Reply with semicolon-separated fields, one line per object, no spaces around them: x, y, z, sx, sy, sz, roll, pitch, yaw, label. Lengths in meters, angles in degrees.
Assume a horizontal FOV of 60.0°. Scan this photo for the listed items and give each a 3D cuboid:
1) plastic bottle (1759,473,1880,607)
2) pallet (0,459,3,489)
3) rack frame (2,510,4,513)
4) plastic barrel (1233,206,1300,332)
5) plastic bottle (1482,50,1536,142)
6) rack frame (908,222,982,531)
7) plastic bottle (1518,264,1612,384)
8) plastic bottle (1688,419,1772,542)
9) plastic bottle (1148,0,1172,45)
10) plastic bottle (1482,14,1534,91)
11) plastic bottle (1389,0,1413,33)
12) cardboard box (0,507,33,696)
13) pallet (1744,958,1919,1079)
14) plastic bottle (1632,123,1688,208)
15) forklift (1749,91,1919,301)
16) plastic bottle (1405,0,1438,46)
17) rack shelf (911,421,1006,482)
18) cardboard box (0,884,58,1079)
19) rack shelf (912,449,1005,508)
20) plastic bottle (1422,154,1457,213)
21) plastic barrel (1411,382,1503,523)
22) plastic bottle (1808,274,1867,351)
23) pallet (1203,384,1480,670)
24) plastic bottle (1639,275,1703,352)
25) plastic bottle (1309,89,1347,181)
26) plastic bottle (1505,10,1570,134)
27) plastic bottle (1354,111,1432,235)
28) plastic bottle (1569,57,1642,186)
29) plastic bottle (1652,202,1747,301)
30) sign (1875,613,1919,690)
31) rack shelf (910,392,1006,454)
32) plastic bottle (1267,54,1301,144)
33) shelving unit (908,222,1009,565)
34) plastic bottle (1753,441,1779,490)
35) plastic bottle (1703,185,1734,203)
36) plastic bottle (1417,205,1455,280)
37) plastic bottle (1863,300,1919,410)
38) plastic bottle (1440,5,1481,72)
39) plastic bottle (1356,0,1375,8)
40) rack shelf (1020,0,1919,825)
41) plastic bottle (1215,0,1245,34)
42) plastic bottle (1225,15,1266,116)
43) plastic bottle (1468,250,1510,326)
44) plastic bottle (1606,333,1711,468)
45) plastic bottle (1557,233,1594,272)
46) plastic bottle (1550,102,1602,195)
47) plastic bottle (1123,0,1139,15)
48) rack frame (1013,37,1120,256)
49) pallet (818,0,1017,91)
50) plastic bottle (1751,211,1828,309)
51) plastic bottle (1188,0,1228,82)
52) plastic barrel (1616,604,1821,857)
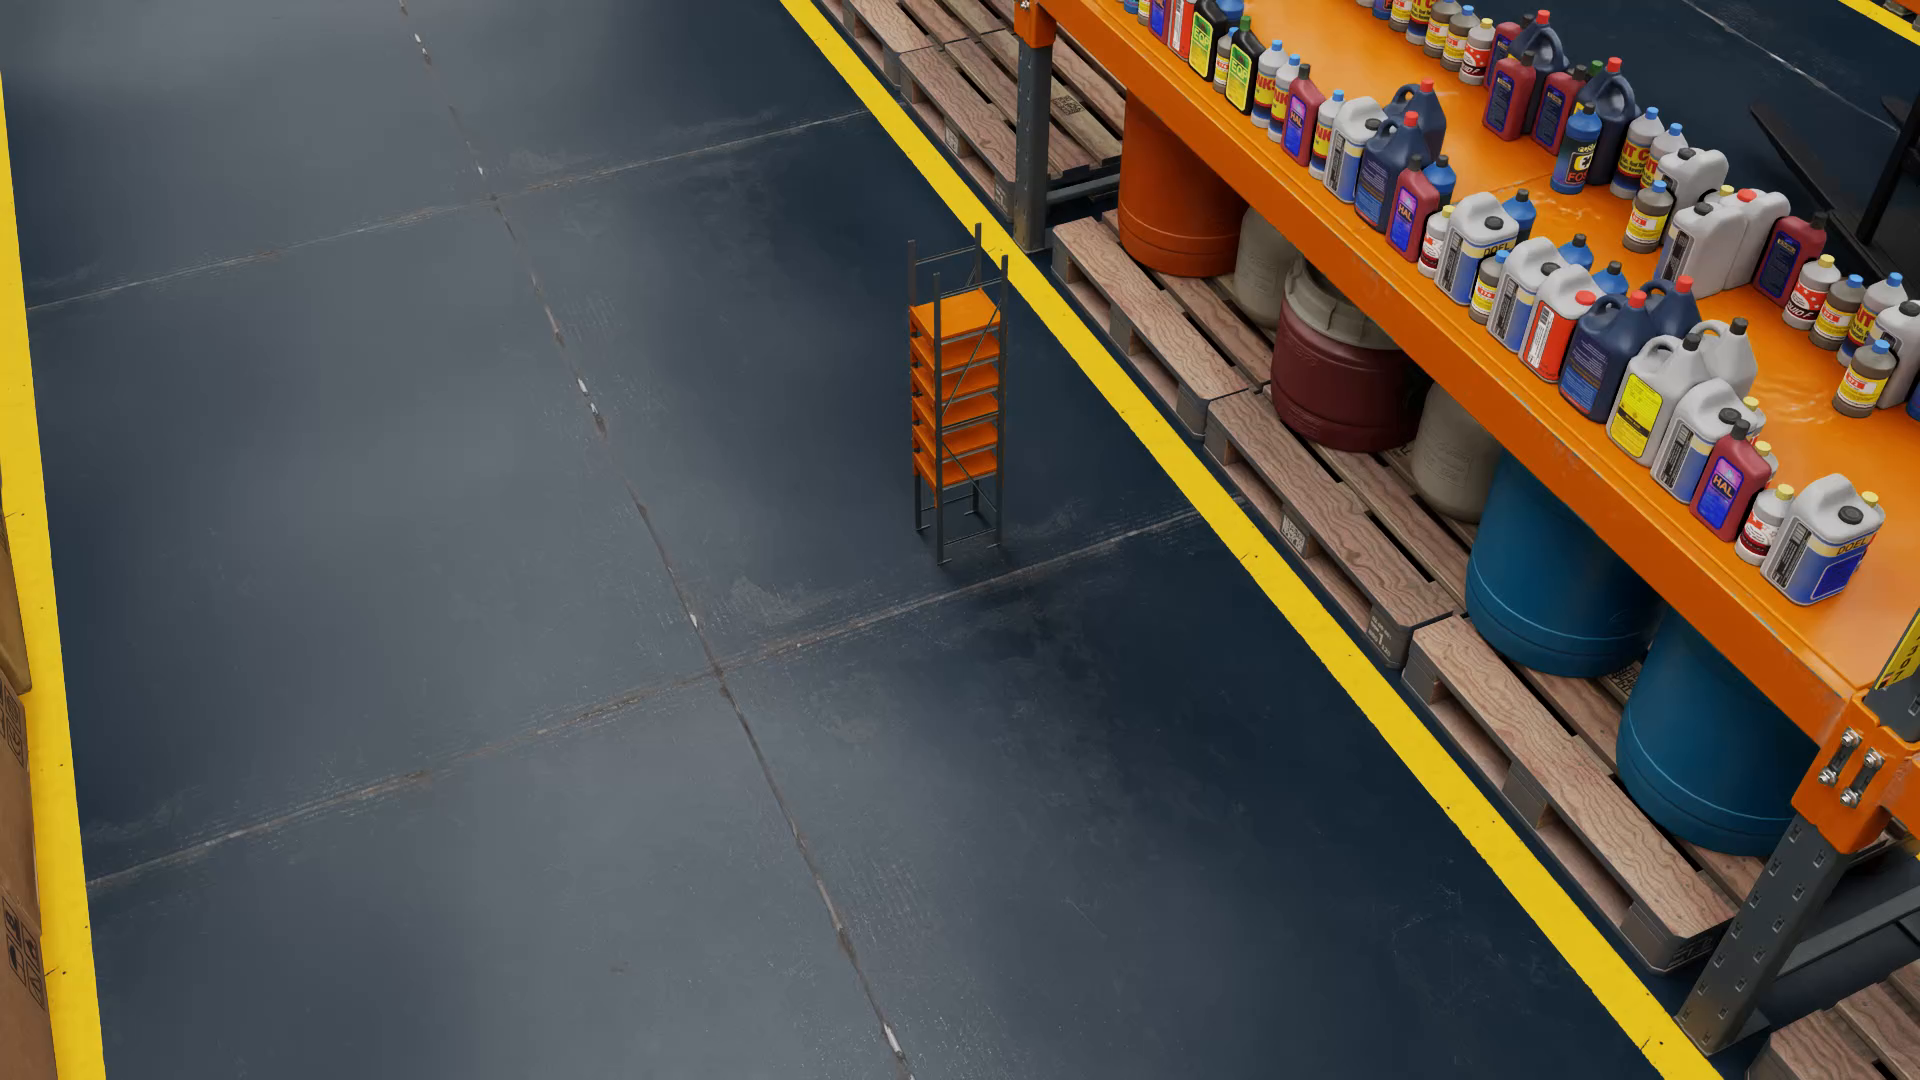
1.926;-0.003;3.706;0.152;0.276;0.135;-18;47;-17;plastic bottle
-4.118;-0.484;6.090;1.003;0.211;1.213;-18;47;-17;pallet
-3.791;-0.978;4.605;1.000;3.000;0.127;-18;47;-17;rack frame
1.243;-1.064;6.165;0.421;0.512;0.421;0;45;0;plastic barrel
1.688;-1.379;5.095;0.061;0.283;0.133;-18;47;-17;plastic bottle
-0.045;-0.495;5.397;0.240;1.200;0.006;-18;47;-17;rack frame
1.560;-0.557;4.268;0.152;0.276;0.135;-18;47;-17;plastic bottle
1.787;-0.140;3.839;0.061;0.283;0.133;-18;47;-17;plastic bottle
0.688;-1.805;5.527;0.061;0.283;0.133;-18;47;-17;plastic bottle
1.741;-1.539;5.257;0.061;0.283;0.133;-18;47;-17;plastic bottle
1.512;-1.826;5.606;0.097;0.201;0.097;0;45;0;plastic bottle
-3.520;0.075;4.752;1.225;0.875;0.875;-20;48;-19;cardboard box
2.729;1.558;4.021;1.003;0.211;1.213;-18;47;-17;pallet
2.025;-1.073;4.794;0.097;0.271;0.097;0;45;0;plastic bottle
3.996;-1.793;5.481;1.130;2.935;3.031;-4;45;-4;forklift
1.553;-1.789;5.519;0.097;0.271;0.097;0;45;0;plastic bottle
-0.006;-0.319;5.453;0.258;0.103;0.180;-18;47;-17;rack shelf
-2.773;1.207;3.605;1.225;0.875;0.875;-20;48;-19;cardboard box
-0.006;-0.234;5.538;0.258;0.103;0.180;-18;47;-17;rack shelf
1.332;-0.958;4.677;0.097;0.271;0.097;0;45;0;plastic bottle
1.717;-0.345;5.436;0.421;0.512;0.421;0;45;0;plastic barrel
2.317;-0.606;4.370;0.097;0.201;0.097;0;45;0;plastic bottle
1.581;-0.182;5.784;1.003;0.211;1.213;-18;47;-17;pallet
1.755;-0.524;4.180;0.144;0.351;0.185;-18;47;-17;plastic bottle
1.101;-1.206;4.928;0.097;0.271;0.097;0;45;0;plastic bottle
1.770;-1.449;5.118;0.144;0.351;0.185;-18;47;-17;plastic bottle
1.238;-1.065;4.729;0.144;0.351;0.185;-18;47;-17;plastic bottle
1.904;-1.246;4.913;0.144;0.351;0.185;-18;47;-17;plastic bottle
2.009;-0.800;4.514;0.152;0.276;0.135;-18;47;-17;plastic bottle
1.885;0.171;3.244;0.100;0.325;0.005;-18;47;-17;sign
-0.006;-0.405;5.369;0.258;0.103;0.180;-18;47;-17;rack shelf
1.004;-1.353;5.077;0.097;0.271;0.097;0;45;0;plastic bottle
-0.006;-0.436;5.338;0.258;1.200;0.189;-18;47;-17;shelving unit
1.851;-0.145;3.903;0.097;0.201;0.097;0;45;0;plastic bottle
2.123;-0.900;4.668;0.097;0.201;0.097;0;45;0;plastic bottle
1.332;-0.830;4.597;0.097;0.201;0.097;0;45;0;plastic bottle
2.382;-0.488;4.197;0.152;0.276;0.135;-18;47;-17;plastic bottle
1.635;-1.640;5.418;0.097;0.201;0.097;0;45;0;plastic bottle
1.430;-1.950;5.732;0.097;0.201;0.097;0;45;0;plastic bottle
1.544;-0.910;5.049;1.077;0.370;4.000;-18;47;-17;rack shelf
0.865;-1.665;5.393;0.097;0.271;0.097;0;45;0;plastic bottle
0.898;-1.487;5.205;0.061;0.283;0.133;-18;47;-17;plastic bottle
1.430;-0.682;4.447;0.097;0.201;0.097;0;45;0;plastic bottle
1.701;-0.363;4.018;0.144;0.351;0.185;-18;47;-17;plastic bottle
1.609;-0.690;4.405;0.097;0.271;0.097;0;45;0;plastic bottle
1.812;-1.155;4.876;0.097;0.271;0.097;0;45;0;plastic bottle
0.616;-1.942;5.674;0.097;0.271;0.097;0;45;0;plastic bottle
0.703;-2.441;6.088;1.000;3.000;0.127;-18;47;-17;rack frame
-0.097;-2.730;8.366;1.003;0.211;1.213;-18;47;-17;pallet
2.244;-0.776;4.484;0.061;0.283;0.133;-18;47;-17;plastic bottle
0.801;-1.634;5.354;0.061;0.283;0.133;-18;47;-17;plastic bottle
2.172;0.354;4.451;0.600;0.901;0.708;-18;47;-17;plastic barrel
